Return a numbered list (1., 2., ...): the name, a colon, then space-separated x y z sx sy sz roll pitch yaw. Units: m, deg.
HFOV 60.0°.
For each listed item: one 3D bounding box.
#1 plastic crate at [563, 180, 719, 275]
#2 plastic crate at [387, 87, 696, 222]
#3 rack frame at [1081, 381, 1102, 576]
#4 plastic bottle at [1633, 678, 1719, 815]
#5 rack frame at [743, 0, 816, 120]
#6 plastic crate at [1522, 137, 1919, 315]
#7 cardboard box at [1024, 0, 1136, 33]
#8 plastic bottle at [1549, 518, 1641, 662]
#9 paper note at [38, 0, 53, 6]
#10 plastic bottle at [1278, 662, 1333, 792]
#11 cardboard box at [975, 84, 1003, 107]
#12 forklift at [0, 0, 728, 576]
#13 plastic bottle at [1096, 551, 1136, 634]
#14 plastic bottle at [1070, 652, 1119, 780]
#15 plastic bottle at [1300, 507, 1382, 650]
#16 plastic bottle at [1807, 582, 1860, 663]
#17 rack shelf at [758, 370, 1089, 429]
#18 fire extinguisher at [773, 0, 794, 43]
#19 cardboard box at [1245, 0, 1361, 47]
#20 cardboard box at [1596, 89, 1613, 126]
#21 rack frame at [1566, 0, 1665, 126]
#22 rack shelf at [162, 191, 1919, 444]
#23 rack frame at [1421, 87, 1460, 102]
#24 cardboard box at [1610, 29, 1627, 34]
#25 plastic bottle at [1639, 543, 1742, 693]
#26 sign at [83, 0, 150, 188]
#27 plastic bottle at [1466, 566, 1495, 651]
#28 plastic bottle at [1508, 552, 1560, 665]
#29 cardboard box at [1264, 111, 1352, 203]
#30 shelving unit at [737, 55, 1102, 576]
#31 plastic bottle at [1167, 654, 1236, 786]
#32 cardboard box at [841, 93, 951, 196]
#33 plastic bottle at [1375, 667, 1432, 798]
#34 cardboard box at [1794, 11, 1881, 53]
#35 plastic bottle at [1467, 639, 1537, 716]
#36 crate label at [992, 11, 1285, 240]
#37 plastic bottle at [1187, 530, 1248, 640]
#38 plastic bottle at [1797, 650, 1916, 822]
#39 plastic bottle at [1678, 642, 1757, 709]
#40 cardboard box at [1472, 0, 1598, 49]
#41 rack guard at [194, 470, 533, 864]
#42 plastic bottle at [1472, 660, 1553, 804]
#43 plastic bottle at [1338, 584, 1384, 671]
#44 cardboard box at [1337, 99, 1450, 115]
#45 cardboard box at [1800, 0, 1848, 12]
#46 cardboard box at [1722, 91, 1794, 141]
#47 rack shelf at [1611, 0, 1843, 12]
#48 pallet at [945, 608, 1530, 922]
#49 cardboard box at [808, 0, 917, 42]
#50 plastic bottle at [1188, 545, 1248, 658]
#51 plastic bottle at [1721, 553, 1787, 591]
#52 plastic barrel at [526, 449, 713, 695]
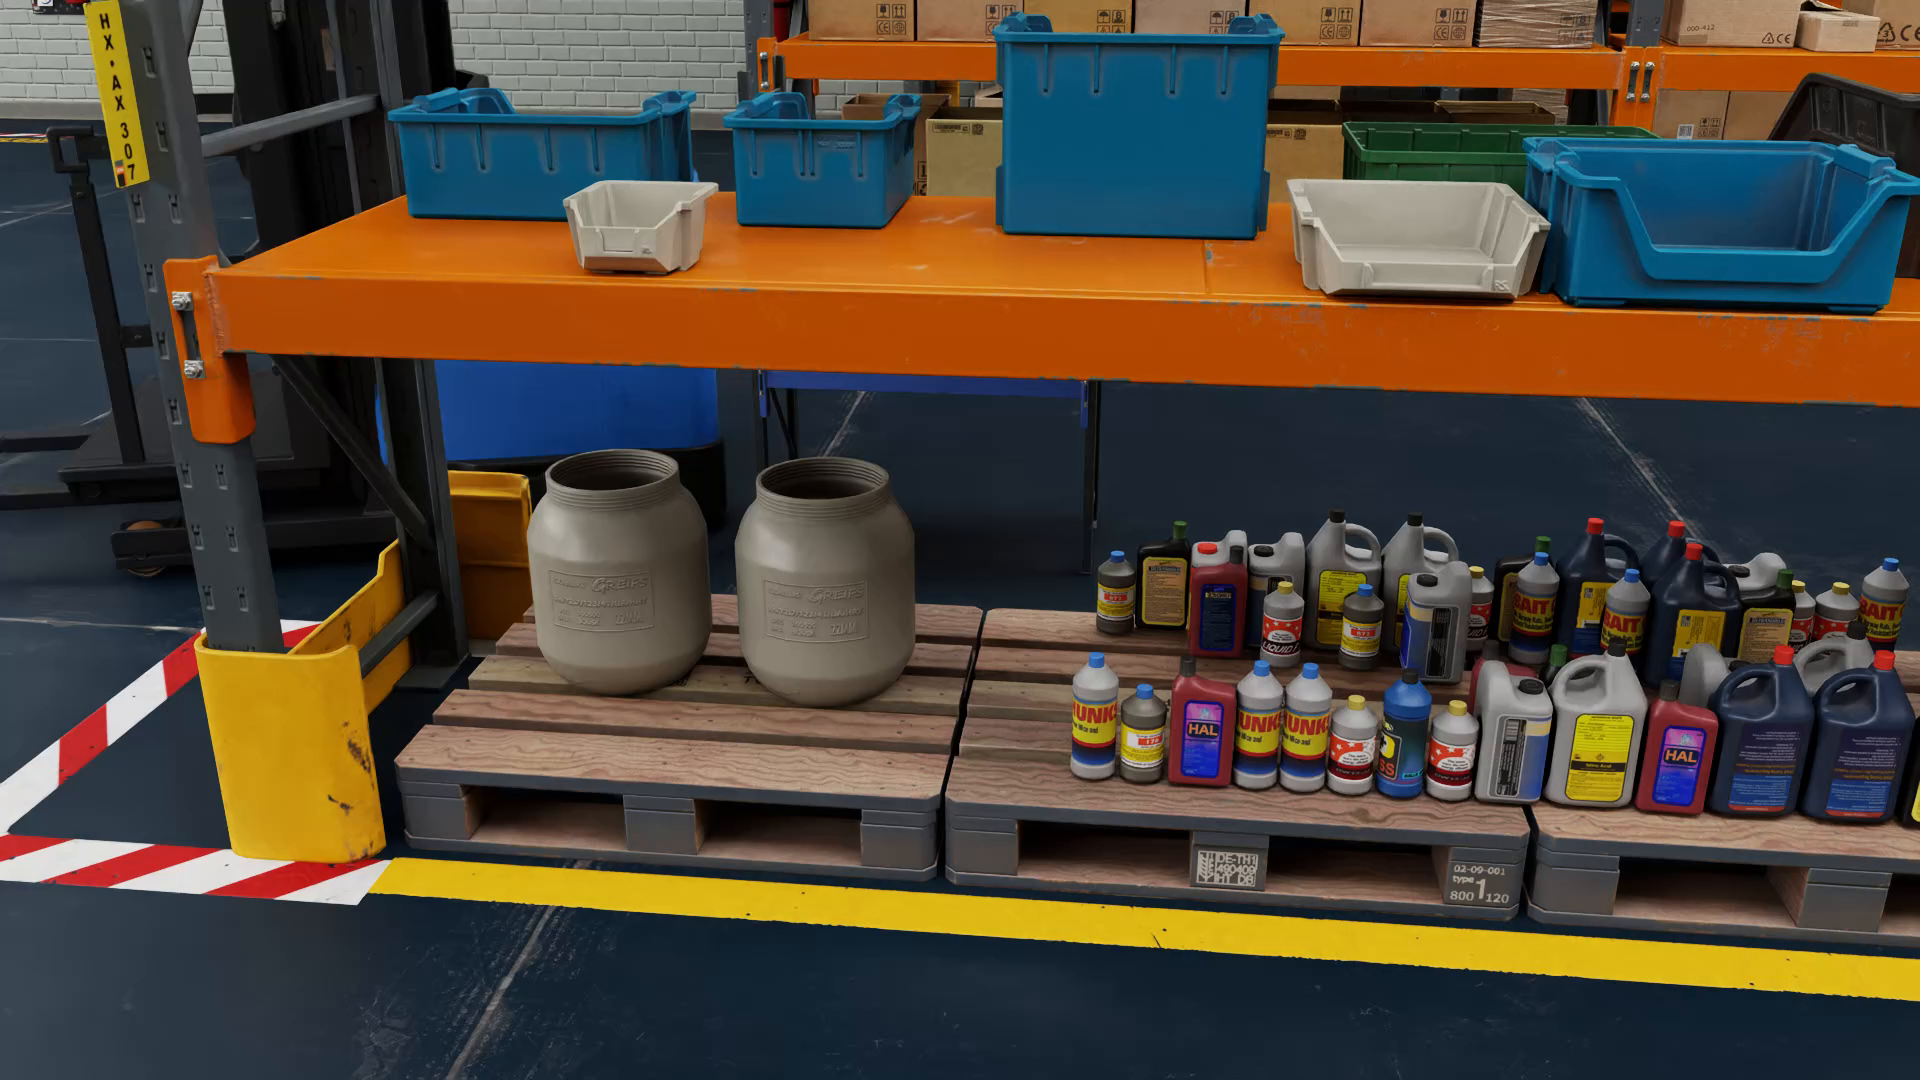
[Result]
1. plastic crate: -0.625 -0.610 3.262 0.250 0.136 0.298 2 22 6
2. plastic crate: -0.944 -0.907 3.858 0.616 0.251 0.499 2 22 6
3. rack frame: 0.420 -0.679 5.118 0.032 1.500 0.500 2 22 6
4. plastic bottle: 1.465 0.420 3.394 0.133 0.283 0.061 4 22 10
5. rack frame: -0.890 -2.697 8.183 0.127 3.000 1.000 2 22 6
6. plastic crate: 1.365 -0.596 3.069 0.616 0.251 0.499 2 22 6
7. cardboard box: 0.587 -2.674 7.989 0.500 0.500 0.700 3 22 7
8. plastic bottle: 1.556 0.117 4.069 0.185 0.351 0.144 2 22 4
9. paper note: -8.089 -4.795 14.687 0.142 0.148 0.016 2 22 6
10. plastic bottle: 0.727 0.387 3.495 0.097 0.271 0.097 0 22 0
11. cardboard box: 0.366 -3.398 13.012 0.500 0.311 0.500 0 22 0
12. forklift: -2.340 -1.462 5.151 3.031 2.935 1.130 -4 22 -10
13. plastic bottle: 0.399 0.127 4.246 0.097 0.201 0.097 0 22 0
14. plastic bottle: 0.287 0.367 3.543 0.097 0.271 0.097 0 22 0
15. plastic bottle: 0.949 0.090 4.136 0.185 0.351 0.144 3 22 9
16. plastic bottle: 2.130 0.203 4.055 0.097 0.201 0.097 0 22 0
17. rack shelf: -0.085 -0.534 5.240 1.000 0.185 0.538 2 22 6
18. fire extinguisher: -0.952 -2.836 8.639 0.183 0.674 0.296 2 22 6
19. cardboard box: 1.619 -2.631 7.880 0.500 0.500 0.700 3 22 7
20. cardboard box: 4.914 -3.345 12.623 0.500 0.500 0.700 2 22 5
21. rack frame: 3.083 -2.524 7.745 0.127 3.000 1.000 2 22 6
22. rack shelf: 0.510 -0.468 3.522 4.000 0.370 1.077 2 22 6
23. rack frame: 3.662 -4.333 12.320 0.127 3.000 1.000 2 22 6
24. cardboard box: 4.832 -3.680 12.451 0.500 0.250 0.500 2 22 5
25. plastic bottle: 1.726 0.178 3.915 0.185 0.351 0.144 2 22 6
26. sign: -1.545 -0.817 3.050 0.005 0.325 0.100 2 22 6
27. plastic bottle: 1.277 0.165 4.149 0.097 0.201 0.097 0 22 0
28. plastic bottle: 1.405 0.161 4.065 0.097 0.271 0.097 0 22 0
29. cardboard box: 1.604 -1.776 8.001 0.500 0.500 0.500 2 22 6
30. shelving unit: -0.085 -0.701 5.173 1.048 1.500 0.538 2 22 6
31. plastic bottle: 0.510 0.378 3.499 0.133 0.283 0.061 3 22 7
32. cardboard box: -0.322 -2.048 8.689 0.500 0.500 0.500 2 22 6
33. plastic bottle: 0.928 0.395 3.473 0.097 0.271 0.097 0 22 0
34. cardboard box: 3.938 -2.294 7.505 0.250 0.149 0.380 2 22 6
35. plastic bottle: 1.162 0.350 3.570 0.133 0.283 0.061 2 22 6
36. crate label: 0.383 -0.925 3.650 0.616 0.435 0.502 2 22 6
37. plastic bottle: 0.646 0.113 4.180 0.135 0.276 0.152 3 22 7
38. plastic bottle: 1.822 0.389 3.381 0.185 0.351 0.144 2 22 5
39. plastic bottle: 1.624 0.360 3.556 0.135 0.276 0.152 2 22 6
40. cardboard box: 2.641 -2.588 7.769 0.500 0.500 0.700 2 22 5
41. rack guard: -1.395 0.260 4.103 0.348 0.500 1.175 2 22 6
42. plastic bottle: 1.150 0.393 3.473 0.135 0.276 0.152 3 22 7
43. plastic bottle: 0.978 0.206 4.047 0.097 0.201 0.097 0 22 0
44. cardboard box: 2.161 -1.943 8.423 0.500 0.500 0.500 2 22 6
45. cardboard box: 3.977 -2.491 7.843 0.258 0.266 0.396 2 22 5
46. cardboard box: 5.918 -3.290 12.484 0.500 0.500 0.700 2 22 6
47. rack shelf: 5.648 -3.912 12.233 4.000 0.370 1.077 2 22 6
48. pallet: 0.619 0.485 3.927 1.213 0.211 1.003 2 22 6
49. cardboard box: -0.428 -2.719 8.101 0.500 0.500 0.700 3 22 6
50. plastic bottle: 0.634 0.149 4.080 0.133 0.283 0.061 2 22 6
51. plastic bottle: 1.907 0.168 4.041 0.135 0.276 0.152 3 22 8
52. plastic barrel: -0.814 0.073 3.987 0.421 0.512 0.421 0 22 0
